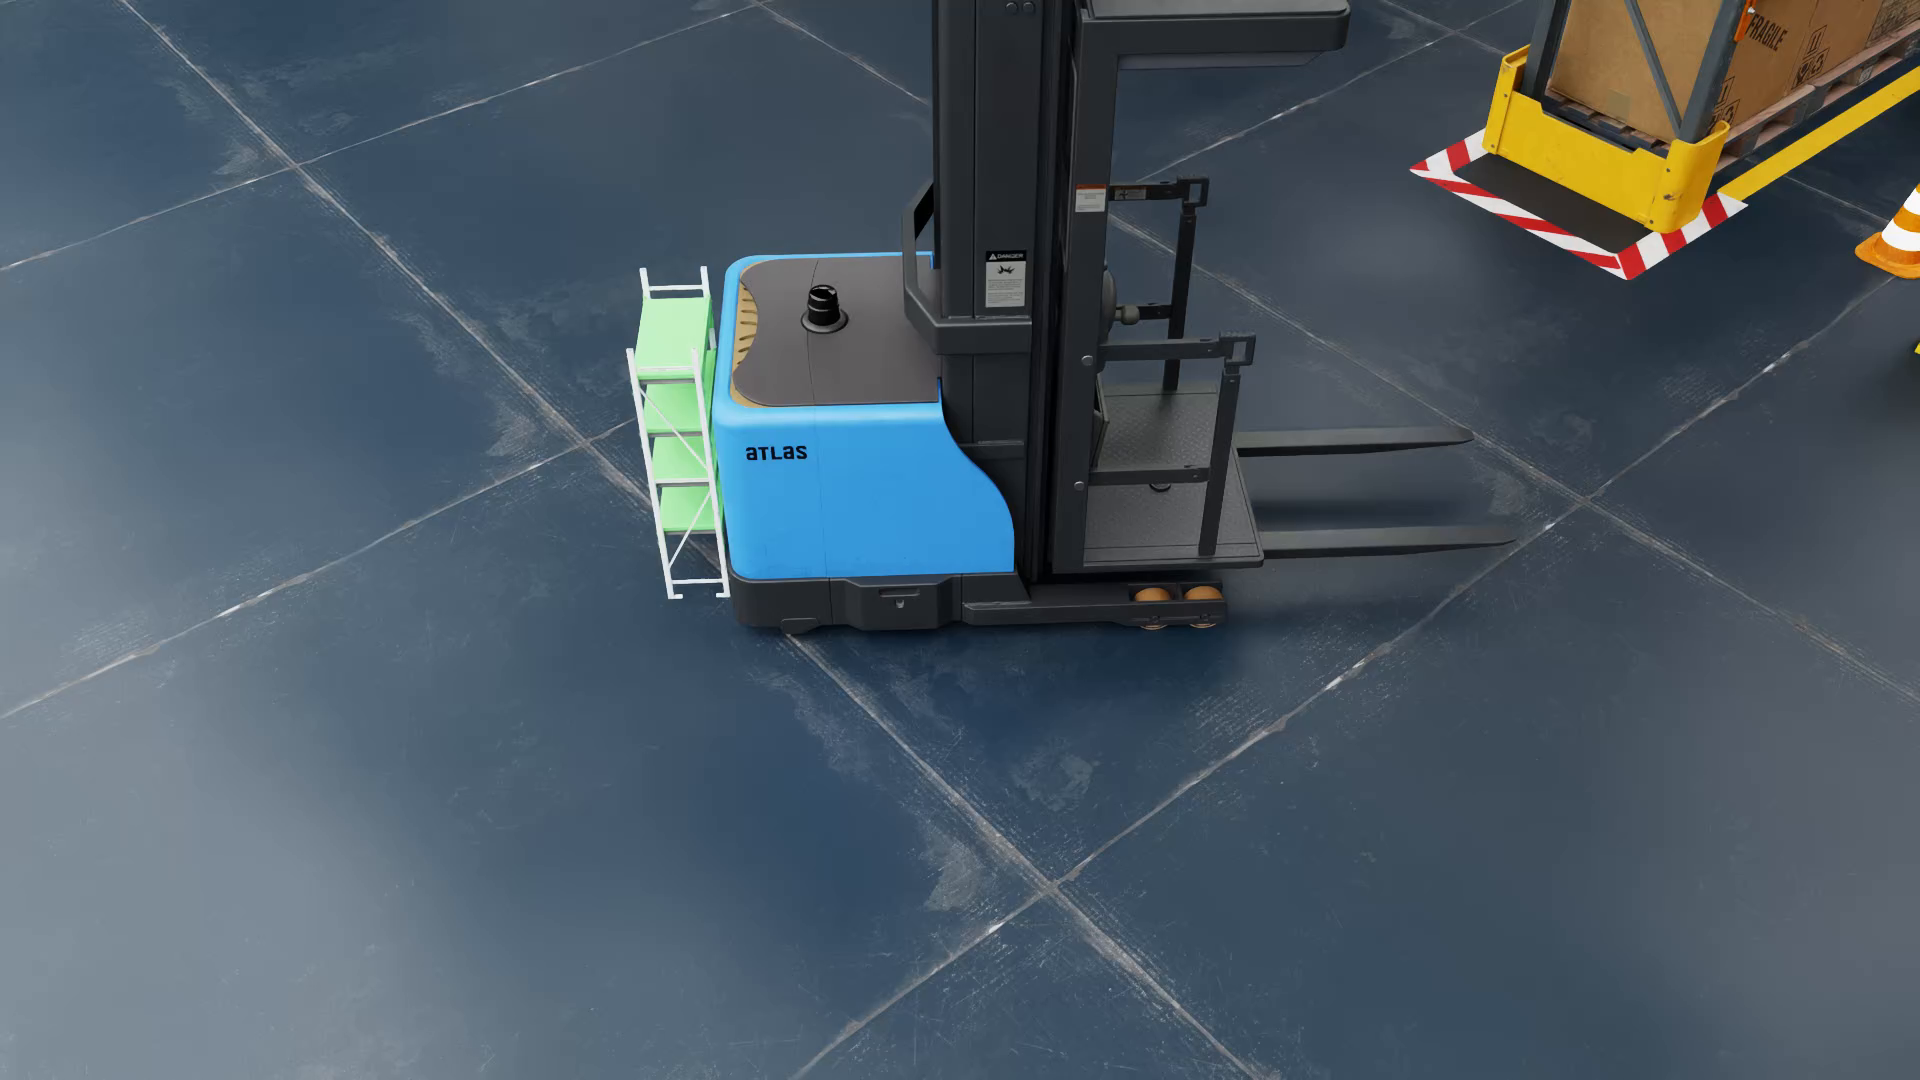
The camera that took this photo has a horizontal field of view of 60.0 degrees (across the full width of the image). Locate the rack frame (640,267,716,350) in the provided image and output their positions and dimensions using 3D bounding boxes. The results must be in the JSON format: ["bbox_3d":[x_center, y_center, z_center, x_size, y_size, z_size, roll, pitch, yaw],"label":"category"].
[{"bbox_3d":[-1.043,-0.550,6.459,0.240,1.200,0.015,-2,43,-2],"label":"rack frame"}]

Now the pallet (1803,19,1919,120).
[{"bbox_3d":[4.830,-2.923,9.708,1.213,0.211,1.003,-30,51,-28],"label":"pallet"}]

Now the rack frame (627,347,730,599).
[{"bbox_3d":[-1.020,-0.216,6.104,0.240,1.200,0.015,-2,43,-2],"label":"rack frame"}]

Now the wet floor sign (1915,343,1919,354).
[{"bbox_3d":[4.580,-1.103,7.453,0.267,0.644,0.232,30,51,28],"label":"wet floor sign"}]

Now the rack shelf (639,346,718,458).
[{"bbox_3d":[-1.032,-0.511,6.161,0.258,0.148,0.480,-2,43,-2],"label":"rack shelf"}]

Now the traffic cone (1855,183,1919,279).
[{"bbox_3d":[4.650,-1.577,8.091,0.334,0.463,0.336,-30,51,-28],"label":"traffic cone"}]

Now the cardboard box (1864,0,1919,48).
[{"bbox_3d":[5.183,-3.512,9.543,0.875,0.875,0.875,-29,51,-28],"label":"cardboard box"}]

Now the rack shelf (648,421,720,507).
[{"bbox_3d":[-1.032,-0.336,6.325,0.258,0.148,0.480,-2,43,-2],"label":"rack shelf"}]

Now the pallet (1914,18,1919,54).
[{"bbox_3d":[5.766,-3.461,10.281,1.213,0.211,1.003,-30,51,-28],"label":"pallet"}]

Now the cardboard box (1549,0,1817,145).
[{"bbox_3d":[3.809,-2.725,8.706,0.875,0.875,0.875,-29,51,-28],"label":"cardboard box"}]

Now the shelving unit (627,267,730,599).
[{"bbox_3d":[-1.032,-0.383,6.281,0.258,1.200,0.503,-2,43,-2],"label":"shelving unit"}]

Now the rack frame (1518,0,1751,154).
[{"bbox_3d":[3.332,-3.014,7.768,0.127,3.000,1.000,-30,51,-28],"label":"rack frame"}]

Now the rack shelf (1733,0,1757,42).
[{"bbox_3d":[4.866,-3.630,8.949,4.000,0.370,1.077,-30,51,-28],"label":"rack shelf"}]

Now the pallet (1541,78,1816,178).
[{"bbox_3d":[3.895,-2.389,9.140,1.213,0.211,1.003,-30,51,-28],"label":"pallet"}]

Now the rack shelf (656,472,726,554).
[{"bbox_3d":[-1.032,-0.161,6.489,0.258,0.148,0.480,-2,43,-2],"label":"rack shelf"}]

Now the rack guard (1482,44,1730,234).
[{"bbox_3d":[3.313,-2.092,8.612,0.348,0.500,1.175,-30,51,-28],"label":"rack guard"}]

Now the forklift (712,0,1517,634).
[{"bbox_3d":[0.628,-1.088,5.768,3.031,2.935,1.130,-2,43,-2],"label":"forklift"}]

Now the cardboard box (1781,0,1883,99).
[{"bbox_3d":[4.483,-3.112,9.118,0.875,0.875,0.875,-31,51,-28],"label":"cardboard box"}]

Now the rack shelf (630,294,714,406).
[{"bbox_3d":[-1.032,-0.686,5.996,0.258,0.148,0.480,-2,43,-2],"label":"rack shelf"}]
